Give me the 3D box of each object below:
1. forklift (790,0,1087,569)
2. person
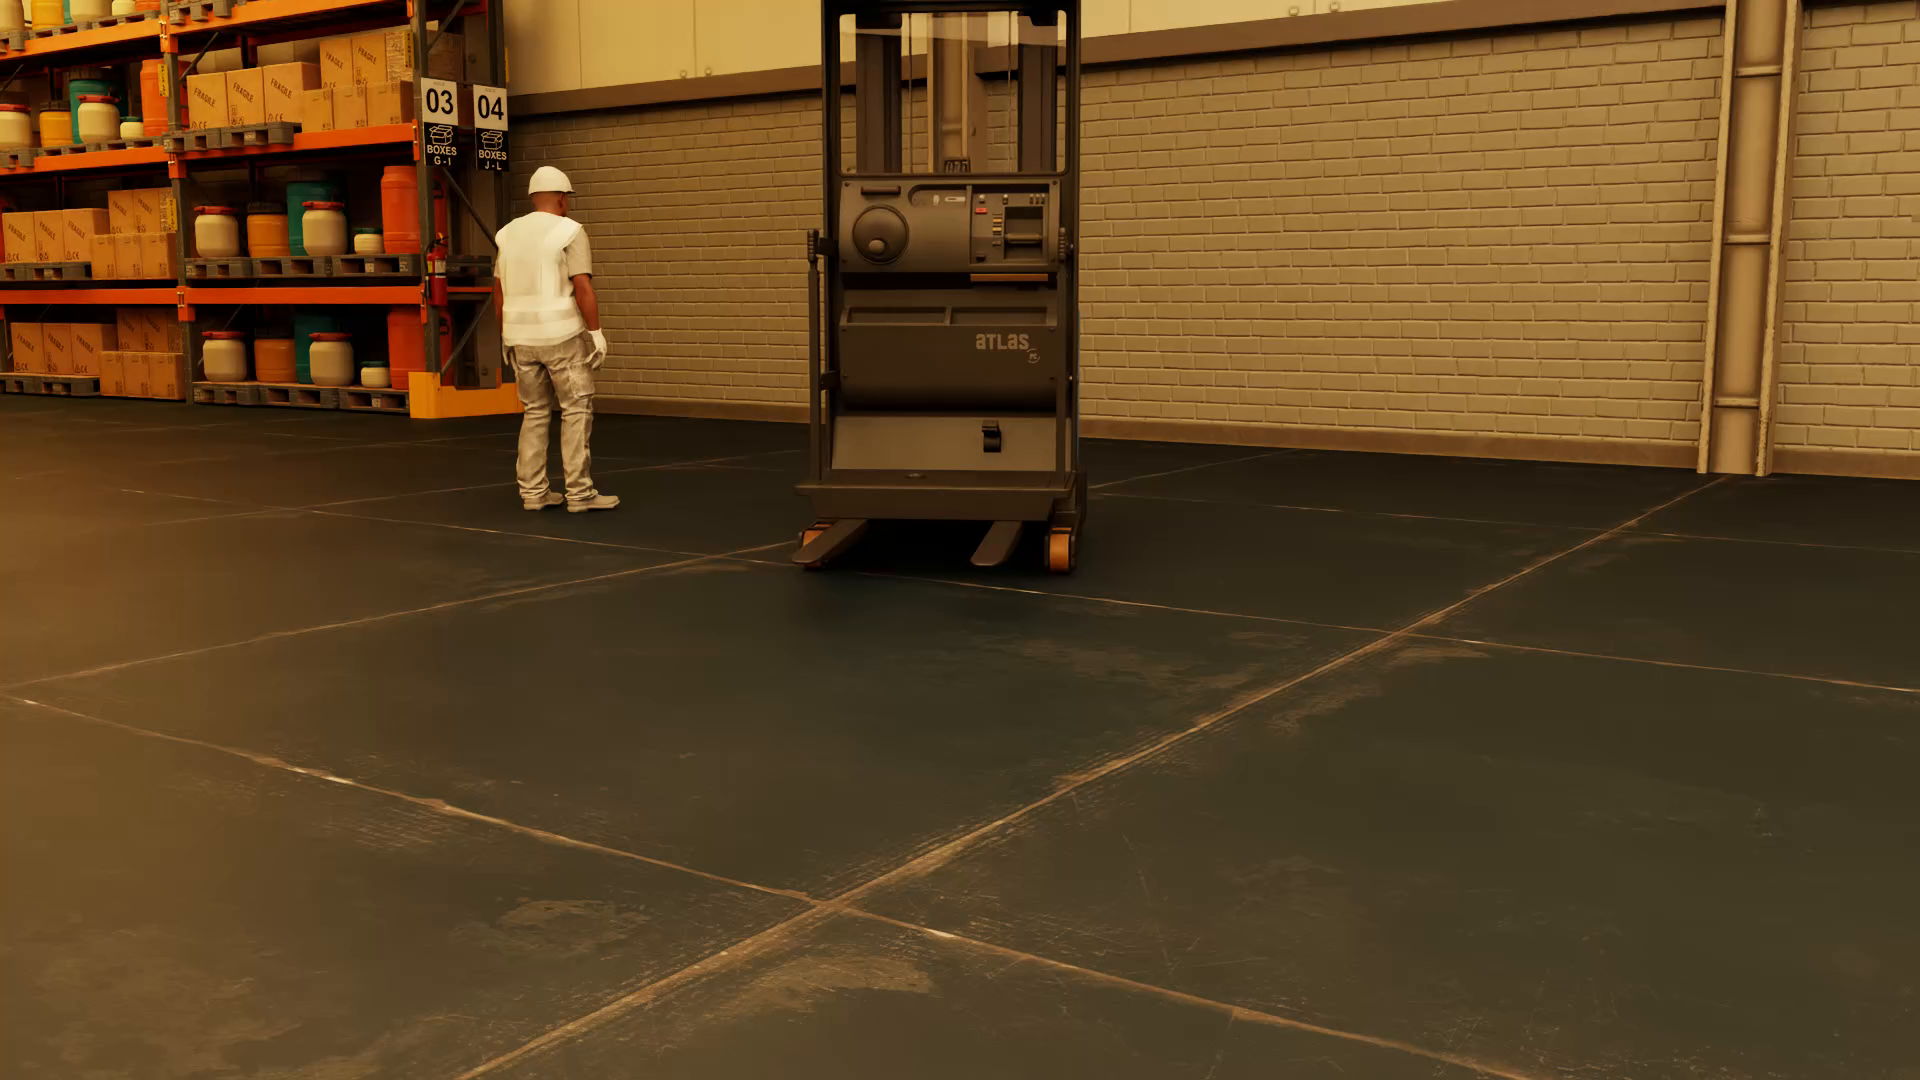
[{"bbox_3d":[-0.064,-1.366,6.796,1.130,2.935,3.031,1,8,6],"label":"forklift"},{"bbox_3d":[-2.123,-1.041,8.642,0.626,1.773,0.451,4,9,24],"label":"person"}]
